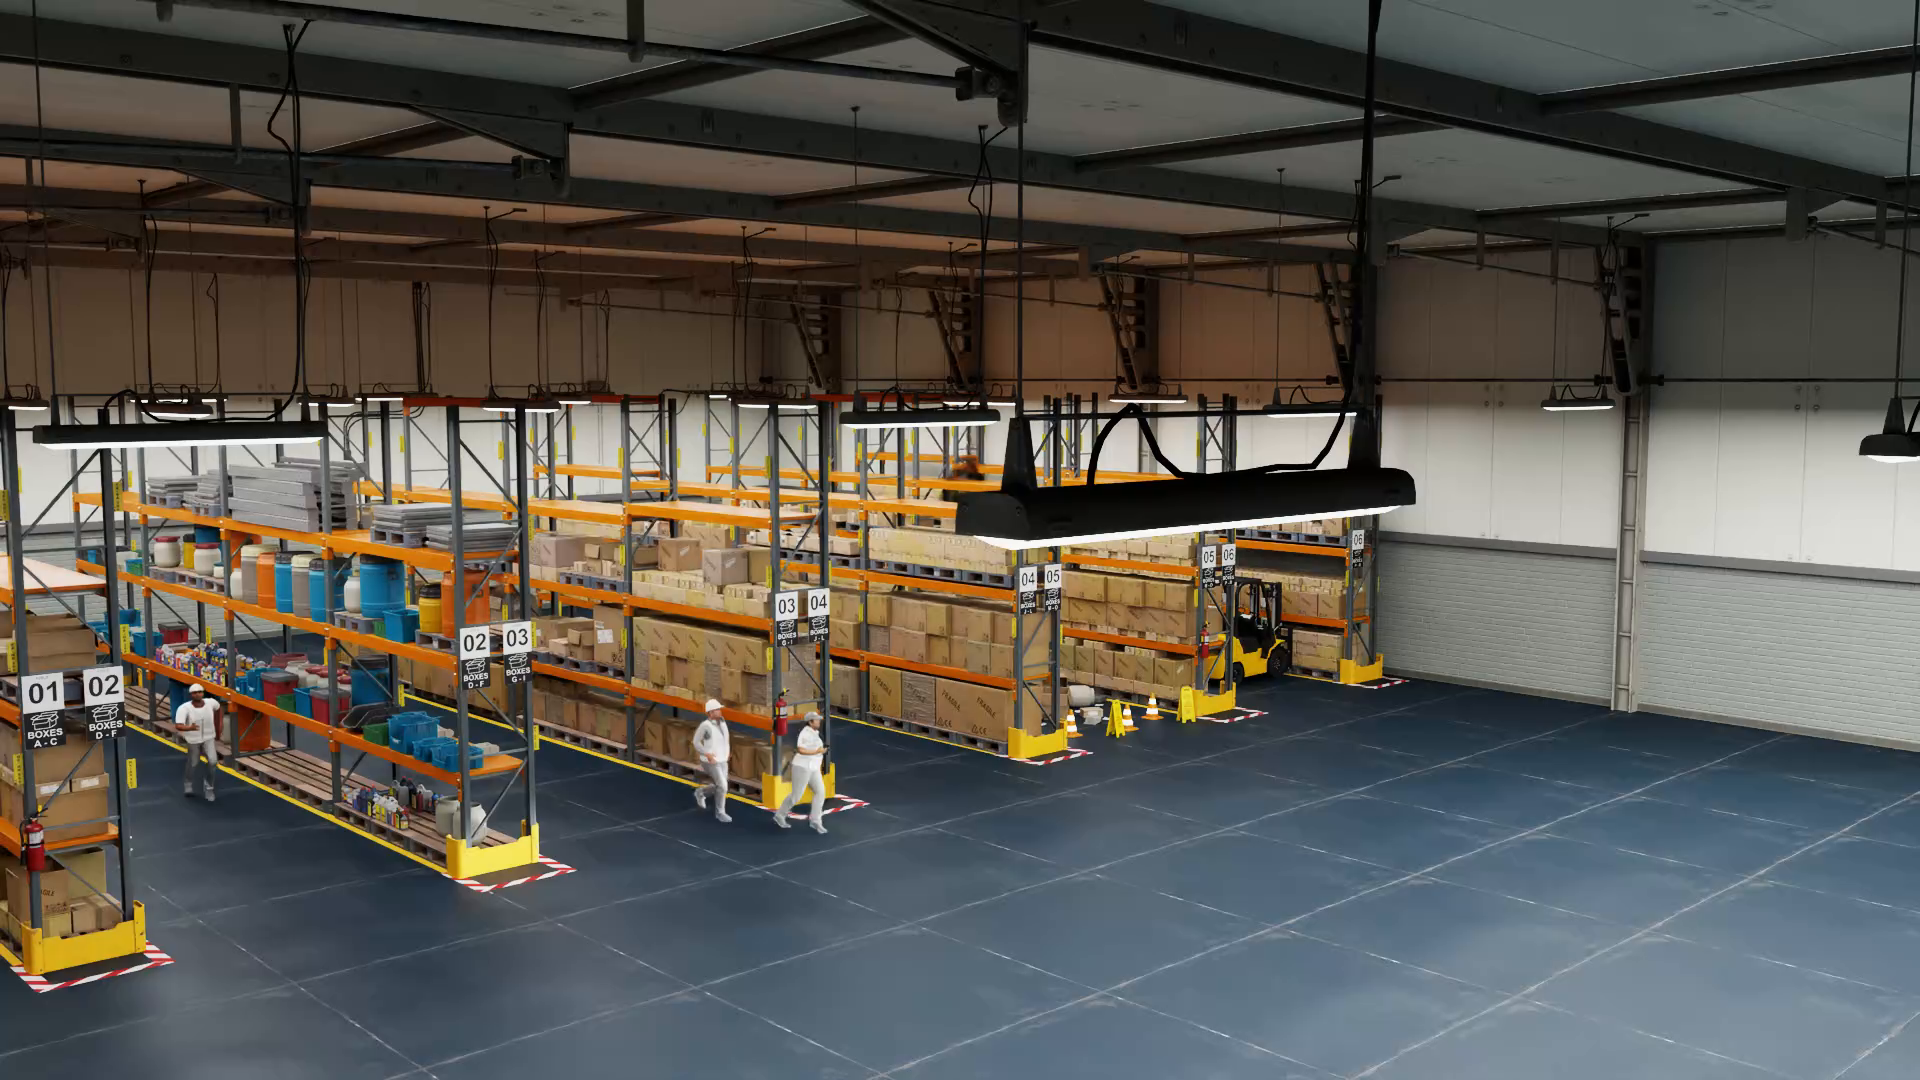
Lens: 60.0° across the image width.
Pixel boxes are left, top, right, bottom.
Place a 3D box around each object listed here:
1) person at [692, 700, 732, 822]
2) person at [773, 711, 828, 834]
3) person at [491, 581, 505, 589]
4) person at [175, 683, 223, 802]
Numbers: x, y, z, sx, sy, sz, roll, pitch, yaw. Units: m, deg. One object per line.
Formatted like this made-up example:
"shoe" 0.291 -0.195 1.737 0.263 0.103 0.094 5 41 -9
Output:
"person" -3.589 3.158 23.944 0.719 1.754 0.665 3 6 29
"person" -2.170 3.255 23.449 0.804 1.677 0.640 2 6 20
"person" -10.903 1.806 39.267 0.761 1.526 0.598 1 6 6
"person" -11.445 3.035 25.067 0.710 1.799 0.894 -4 7 -35
